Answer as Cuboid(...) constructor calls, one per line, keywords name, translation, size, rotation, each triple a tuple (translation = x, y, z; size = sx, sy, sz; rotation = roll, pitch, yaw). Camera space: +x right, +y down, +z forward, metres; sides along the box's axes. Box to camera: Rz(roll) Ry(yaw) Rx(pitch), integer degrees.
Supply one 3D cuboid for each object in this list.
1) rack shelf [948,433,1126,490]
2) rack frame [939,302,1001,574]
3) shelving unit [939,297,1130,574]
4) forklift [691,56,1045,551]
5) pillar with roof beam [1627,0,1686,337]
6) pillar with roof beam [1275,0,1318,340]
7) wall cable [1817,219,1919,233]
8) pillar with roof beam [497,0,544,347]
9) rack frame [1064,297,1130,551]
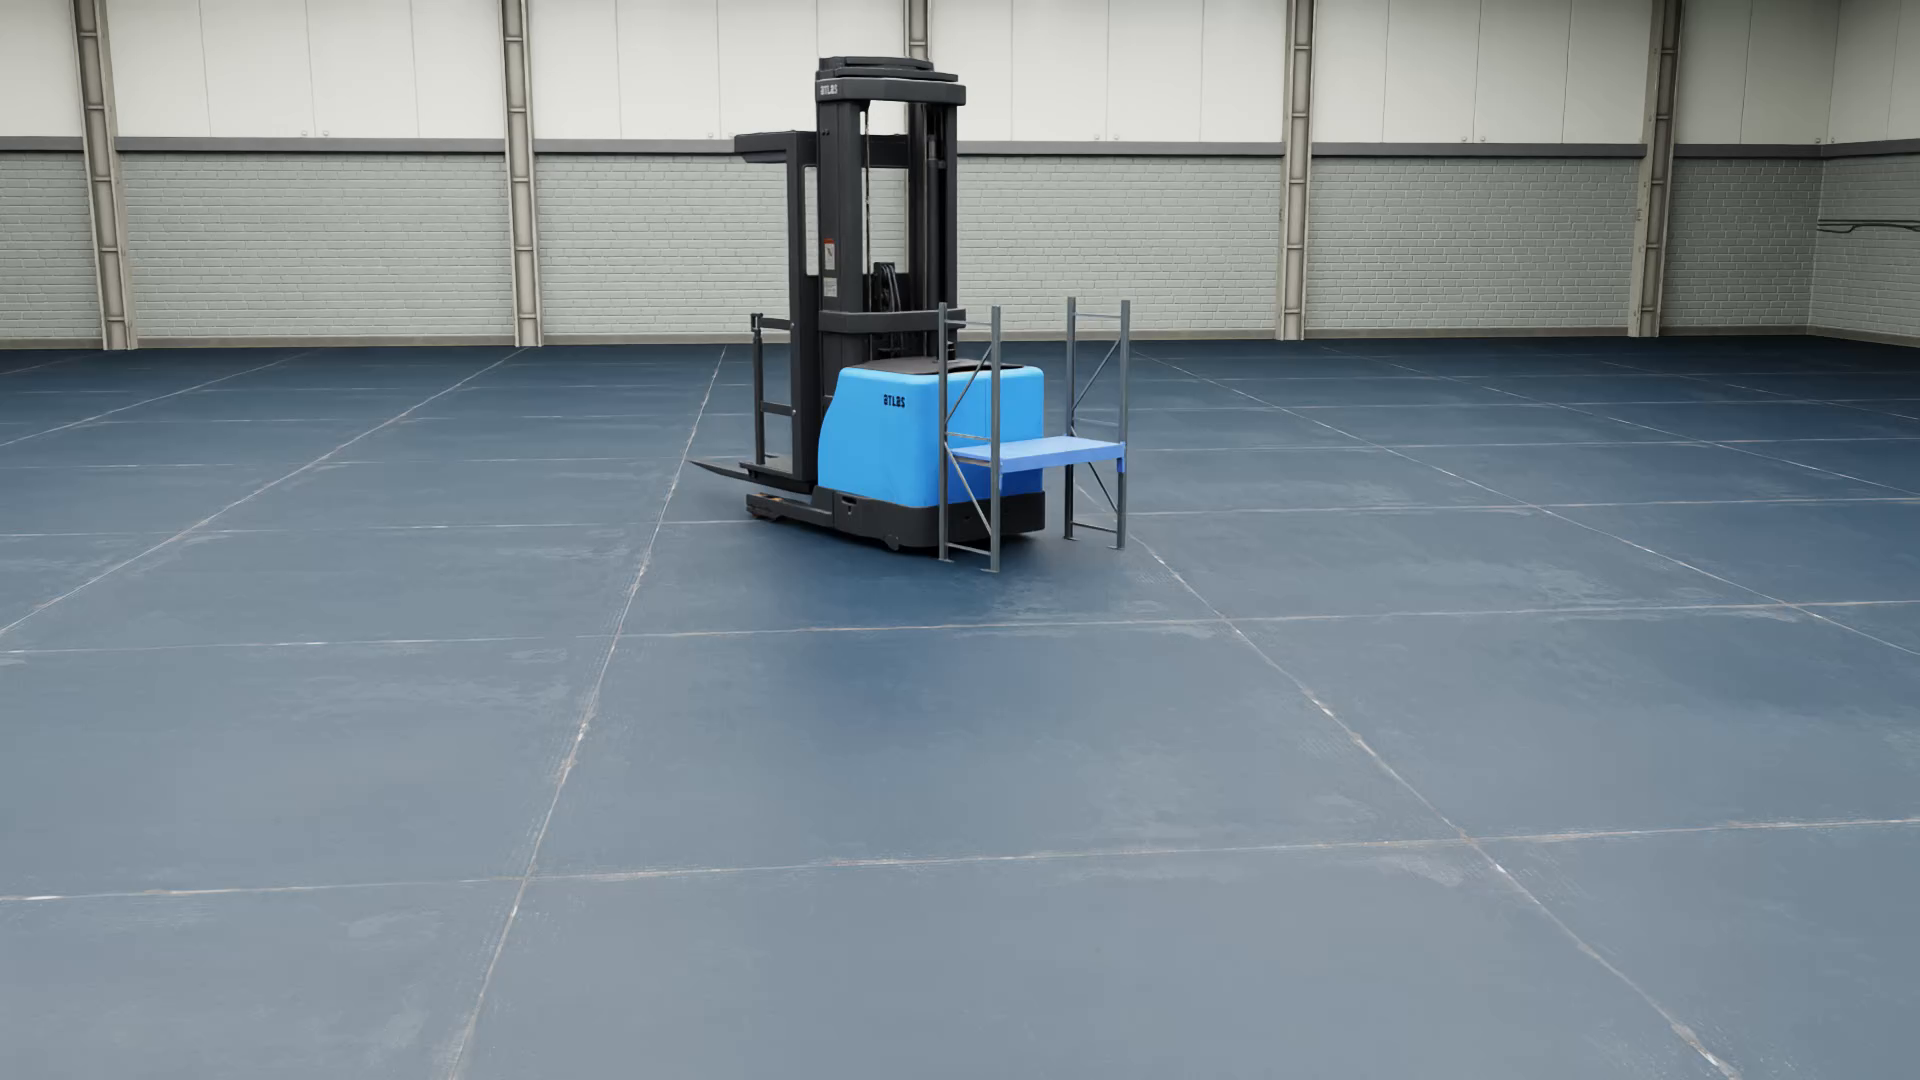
Cuboid(name="rack shelf", translation=(0.439, -0.469, 9.796), size=(1.000, 0.185, 0.538), rotation=(-9, 14, -39))
Cuboid(name="rack frame", translation=(0.051, -0.582, 9.439), size=(0.032, 1.500, 0.500), rotation=(-9, 14, -39))
Cuboid(name="shelving unit", translation=(0.439, -0.645, 9.762), size=(1.048, 1.500, 0.538), rotation=(-9, 14, -39))
Cuboid(name="forklift", translation=(-0.774, -1.606, 10.940), size=(1.130, 2.935, 3.031), rotation=(-9, 14, -37))
Cuboid(name="pillar with roof beam", translation=(11.745, -6.954, 22.412), size=(0.400, 9.000, 9.100), rotation=(-1, 11, -6))
Cuboid(name="pillar with roof beam", translation=(5.781, -6.829, 21.776), size=(0.400, 9.000, 9.100), rotation=(-1, 11, -6))
Cuboid(name="wall cable", translation=(14.352, -6.064, 25.933), size=(0.112, 2.526, 3.097), rotation=(-1, 11, -6))
Cuboid(name="pillar with roof beam", translation=(-6.149, -6.579, 20.505), size=(0.400, 9.000, 9.100), rotation=(-1, 11, -6))
Cuboid(name="rack frame", translation=(0.826, -0.709, 10.084), size=(0.032, 1.500, 0.500), rotation=(-9, 14, -39))
